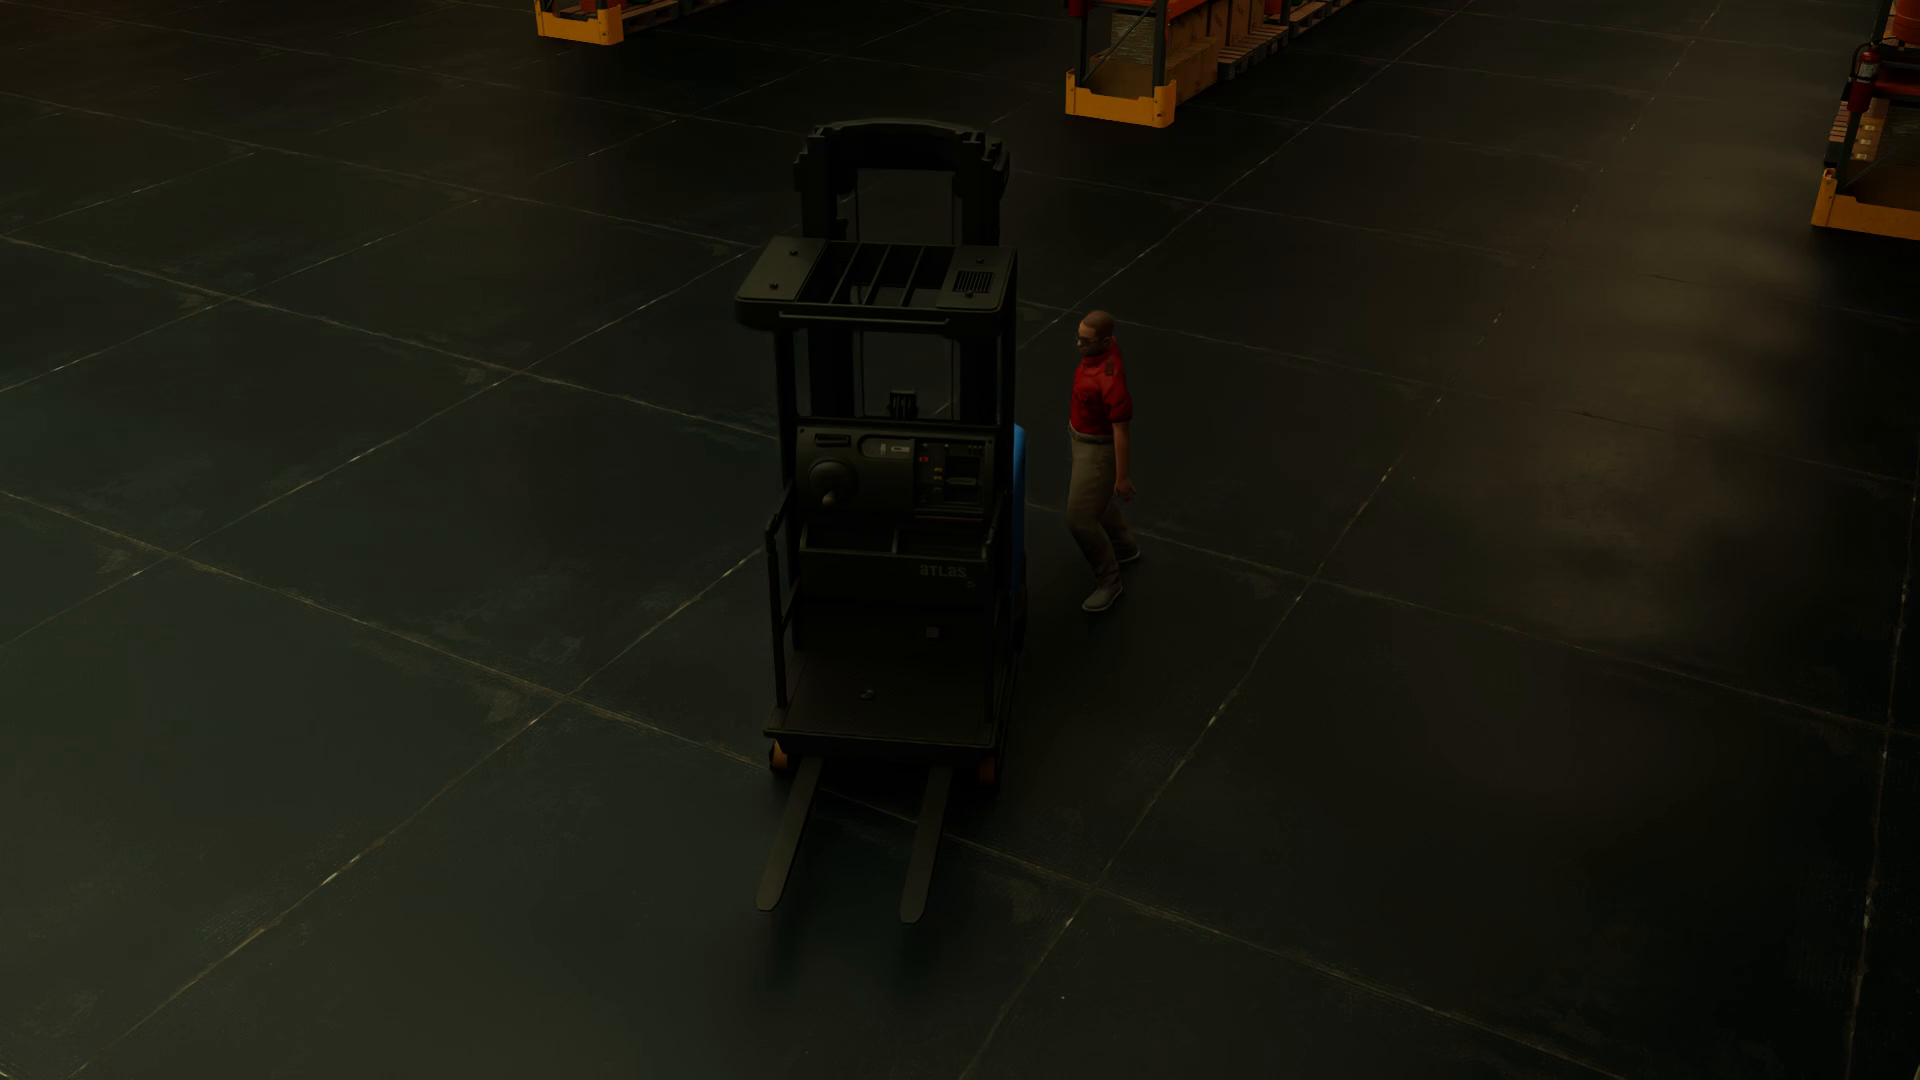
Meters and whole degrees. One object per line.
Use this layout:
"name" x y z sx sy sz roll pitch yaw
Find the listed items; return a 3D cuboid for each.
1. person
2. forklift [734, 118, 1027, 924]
"person" 0.822 -0.509 9.261 0.456 1.713 0.896 1 30 2
"forklift" -0.325 -0.274 7.545 1.130 2.935 3.031 4 30 6
